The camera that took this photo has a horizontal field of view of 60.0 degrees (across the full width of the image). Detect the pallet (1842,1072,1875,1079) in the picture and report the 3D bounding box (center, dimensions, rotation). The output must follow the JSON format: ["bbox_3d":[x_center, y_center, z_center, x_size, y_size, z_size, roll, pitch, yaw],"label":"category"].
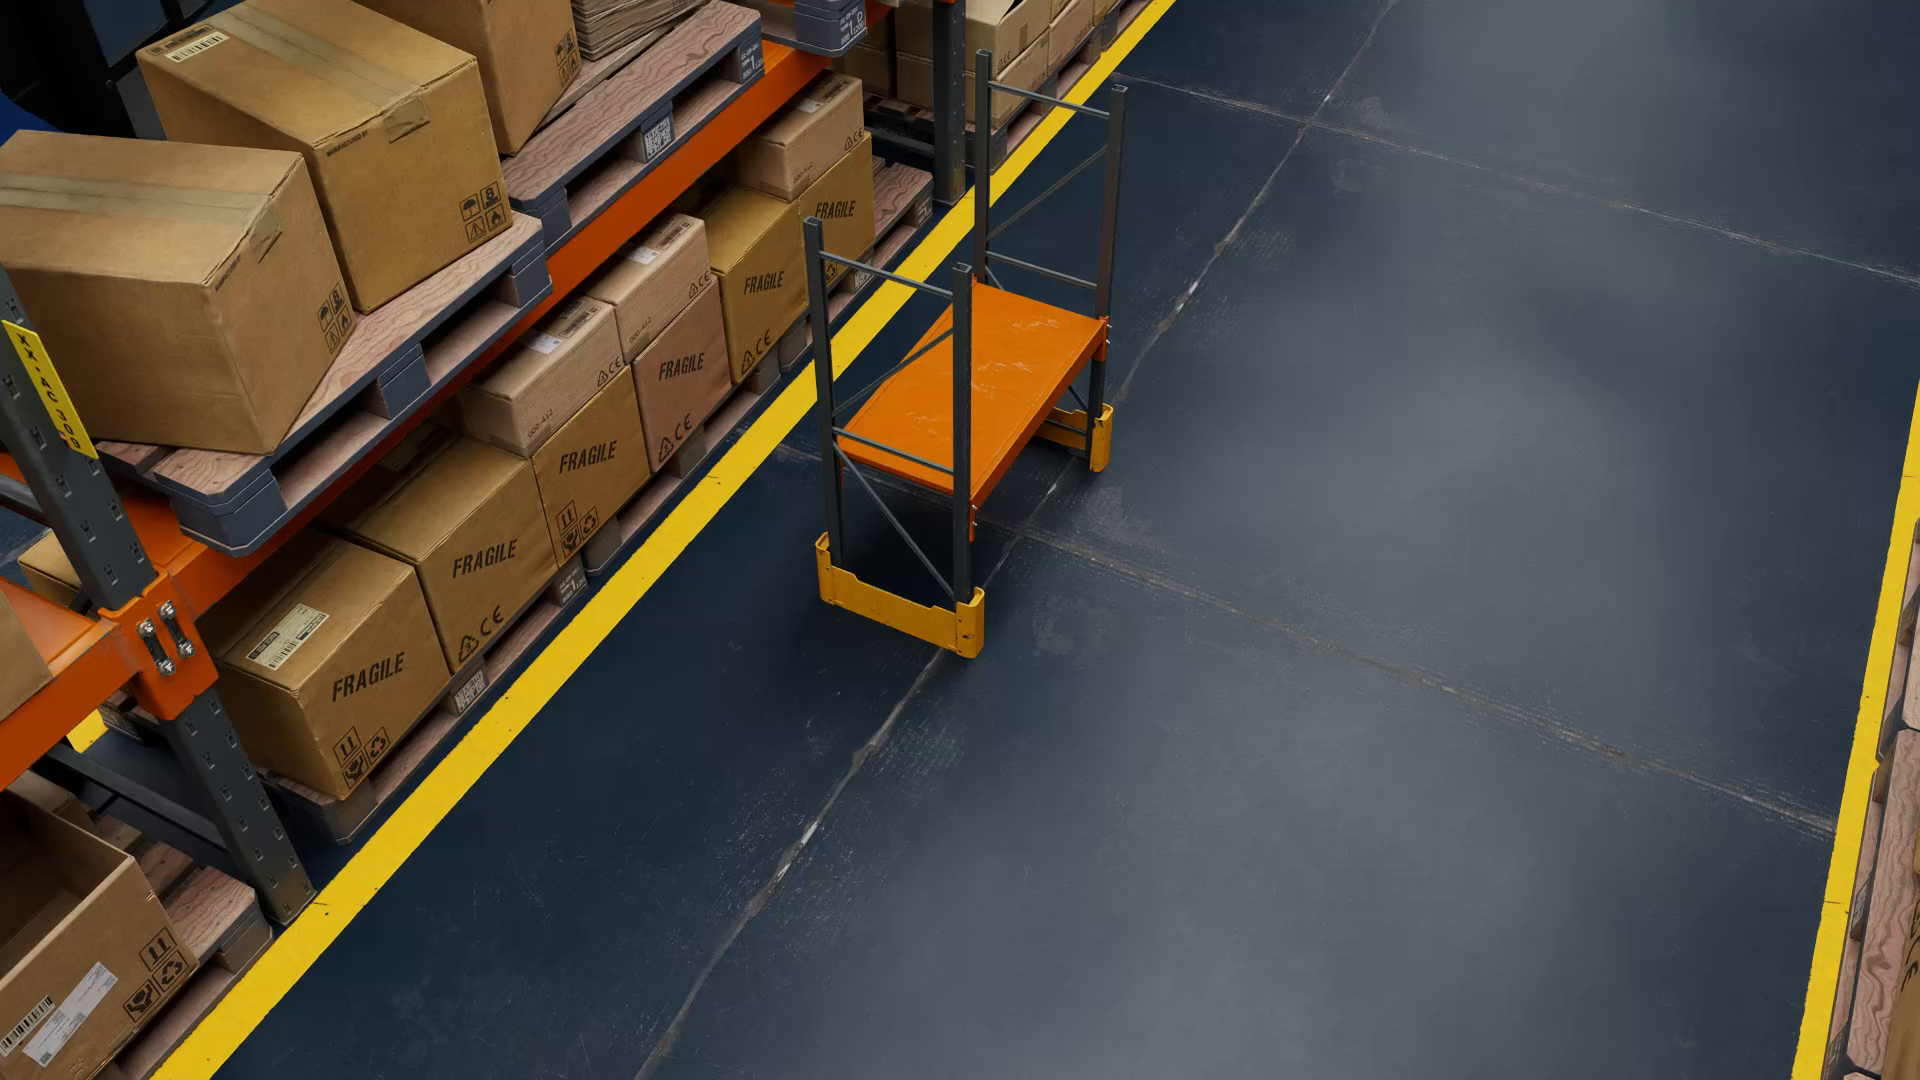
[{"bbox_3d":[2.378,1.935,3.689,1.003,0.211,1.213,20,49,19],"label":"pallet"}]

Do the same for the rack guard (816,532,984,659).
[{"bbox_3d":[-0.196,0.178,5.398,0.587,0.250,0.087,20,49,19],"label":"rack guard"}]

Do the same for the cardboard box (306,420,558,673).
[{"bbox_3d":[-1.625,-0.007,5.096,0.500,0.500,0.500,21,49,20],"label":"cardboard box"}]

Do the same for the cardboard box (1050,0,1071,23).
[{"bbox_3d":[0.293,-2.632,7.486,0.500,0.311,0.500,19,48,18],"label":"cardboard box"}]

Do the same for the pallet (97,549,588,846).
[{"bbox_3d":[-1.959,0.288,5.317,1.003,0.211,1.213,20,49,19],"label":"pallet"}]

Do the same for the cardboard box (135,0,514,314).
[{"bbox_3d":[-1.622,-1.029,4.292,0.700,0.500,0.500,28,52,25],"label":"cardboard box"}]

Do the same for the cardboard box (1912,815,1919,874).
[{"bbox_3d":[3.073,0.524,4.339,0.750,0.750,0.750,20,49,19],"label":"cardboard box"}]

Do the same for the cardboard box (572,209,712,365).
[{"bbox_3d":[-1.166,-0.877,5.429,0.500,0.250,0.500,20,49,18],"label":"cardboard box"}]

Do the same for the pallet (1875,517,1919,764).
[{"bbox_3d":[3.510,0.398,5.208,1.003,0.211,1.213,20,49,19],"label":"pallet"}]

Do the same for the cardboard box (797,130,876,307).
[{"bbox_3d":[-0.672,-1.296,6.370,0.500,0.500,0.500,22,49,21],"label":"cardboard box"}]

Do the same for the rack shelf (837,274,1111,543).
[{"bbox_3d":[0.040,-0.455,5.398,0.538,0.185,1.000,20,49,19],"label":"rack shelf"}]

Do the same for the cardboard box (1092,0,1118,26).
[{"bbox_3d":[0.526,-2.748,7.994,0.500,0.250,0.500,19,48,18],"label":"cardboard box"}]

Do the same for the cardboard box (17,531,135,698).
[{"bbox_3d":[-2.328,0.151,4.940,0.500,0.500,0.500,20,49,19],"label":"cardboard box"}]

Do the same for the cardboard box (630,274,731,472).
[{"bbox_3d":[-1.151,-0.638,5.719,0.500,0.500,0.500,19,48,18],"label":"cardboard box"}]

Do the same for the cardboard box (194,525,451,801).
[{"bbox_3d":[-1.863,0.333,4.760,0.500,0.500,0.500,18,48,17],"label":"cardboard box"}]

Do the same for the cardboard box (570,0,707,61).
[{"bbox_3d":[-1.232,-1.923,5.176,0.700,0.500,0.500,30,52,26],"label":"cardboard box"}]

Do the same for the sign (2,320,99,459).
[{"bbox_3d":[-1.819,-0.297,3.326,0.100,0.325,0.005,20,49,19],"label":"sign"}]

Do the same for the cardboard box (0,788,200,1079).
[{"bbox_3d":[-2.316,1.009,4.091,0.500,0.500,0.500,20,49,19],"label":"cardboard box"}]

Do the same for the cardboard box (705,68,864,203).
[{"bbox_3d":[-0.695,-1.523,6.067,0.500,0.250,0.500,22,49,21],"label":"cardboard box"}]

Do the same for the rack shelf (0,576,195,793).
[{"bbox_3d":[-3.231,1.346,2.817,1.077,0.370,4.000,20,49,19],"label":"rack shelf"}]

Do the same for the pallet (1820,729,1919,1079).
[{"bbox_3d":[2.943,1.164,4.451,1.003,0.211,1.213,20,49,19],"label":"pallet"}]

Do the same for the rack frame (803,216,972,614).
[{"bbox_3d":[-0.196,-0.261,4.953,0.500,1.500,0.032,20,49,19],"label":"rack frame"}]

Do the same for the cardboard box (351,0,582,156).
[{"bbox_3d":[-1.538,-1.483,4.741,0.700,0.500,0.500,9,46,9],"label":"cardboard box"}]

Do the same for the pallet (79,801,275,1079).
[{"bbox_3d":[-2.623,1.245,4.371,1.003,0.211,1.213,20,49,19],"label":"pallet"}]

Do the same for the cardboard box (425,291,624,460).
[{"bbox_3d":[-1.398,-0.561,5.116,0.500,0.250,0.500,21,49,19],"label":"cardboard box"}]

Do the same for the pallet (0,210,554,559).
[{"bbox_3d":[-1.835,-0.567,4.336,1.003,0.211,1.213,20,49,19],"label":"pallet"}]

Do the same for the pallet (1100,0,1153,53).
[{"bbox_3d":[0.538,-2.978,8.545,1.003,0.211,1.213,20,49,19],"label":"pallet"}]

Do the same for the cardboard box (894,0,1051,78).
[{"bbox_3d":[0.057,-2.298,7.156,0.500,0.311,0.500,22,49,20],"label":"cardboard box"}]

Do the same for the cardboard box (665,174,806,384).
[{"bbox_3d":[-0.913,-0.970,6.048,0.500,0.500,0.500,19,48,18],"label":"cardboard box"}]

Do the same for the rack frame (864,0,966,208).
[{"bbox_3d":[-0.446,-2.687,6.297,1.000,3.000,0.127,20,49,19],"label":"rack frame"}]

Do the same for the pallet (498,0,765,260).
[{"bbox_3d":[-1.345,-1.393,5.153,1.003,0.211,1.213,20,49,19],"label":"pallet"}]

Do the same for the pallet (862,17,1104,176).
[{"bbox_3d":[-0.029,-2.213,7.788,1.003,0.211,1.213,20,49,19],"label":"pallet"}]

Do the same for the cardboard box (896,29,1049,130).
[{"bbox_3d":[0.057,-2.101,7.356,0.500,0.250,0.500,20,49,19],"label":"cardboard box"}]

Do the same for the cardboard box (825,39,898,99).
[{"bbox_3d":[-0.418,-2.280,7.532,0.500,0.250,0.500,22,49,20],"label":"cardboard box"}]

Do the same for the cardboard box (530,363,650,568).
[{"bbox_3d":[-1.386,-0.319,5.405,0.500,0.500,0.500,21,49,20],"label":"cardboard box"}]

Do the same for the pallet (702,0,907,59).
[{"bbox_3d":[-0.699,-2.169,5.920,1.213,0.211,1.003,20,49,19],"label":"pallet"}]

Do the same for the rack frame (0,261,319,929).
[{"bbox_3d":[-2.303,-0.167,3.806,1.000,3.000,0.127,20,49,19],"label":"rack frame"}]

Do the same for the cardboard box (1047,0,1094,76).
[{"bbox_3d":[0.290,-2.418,7.669,0.500,0.250,0.500,19,48,18],"label":"cardboard box"}]

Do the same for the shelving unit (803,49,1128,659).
[{"bbox_3d":[0.035,-0.575,5.264,0.587,1.500,1.083,20,49,19],"label":"shelving unit"}]

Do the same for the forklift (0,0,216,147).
[{"bbox_3d":[-3.740,-2.530,6.190,1.130,2.935,3.031,12,47,12],"label":"forklift"}]

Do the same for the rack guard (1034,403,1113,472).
[{"bbox_3d":[0.267,-0.450,6.019,0.587,0.250,0.087,20,49,19],"label":"rack guard"}]

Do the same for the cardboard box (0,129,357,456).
[{"bbox_3d":[-1.885,-0.574,3.843,0.700,0.500,0.500,6,46,6],"label":"cardboard box"}]

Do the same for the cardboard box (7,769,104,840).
[{"bbox_3d":[-2.689,0.816,4.415,0.500,0.311,0.500,20,49,19],"label":"cardboard box"}]

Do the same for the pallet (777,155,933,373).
[{"bbox_3d":[-0.826,-1.249,6.836,1.003,0.211,1.213,20,49,19],"label":"pallet"}]

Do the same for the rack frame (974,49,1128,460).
[{"bbox_3d":[0.276,-0.901,5.586,0.500,1.500,0.032,20,49,19],"label":"rack frame"}]

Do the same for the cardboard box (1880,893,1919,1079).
[{"bbox_3d":[2.683,1.061,3.809,0.750,0.750,0.750,22,49,20],"label":"cardboard box"}]

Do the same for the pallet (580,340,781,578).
[{"bbox_3d":[-1.394,-0.483,6.079,1.003,0.211,1.213,20,49,19],"label":"pallet"}]

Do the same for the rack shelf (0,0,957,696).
[{"bbox_3d":[-1.375,-1.174,5.307,1.077,0.370,4.000,20,49,19],"label":"rack shelf"}]

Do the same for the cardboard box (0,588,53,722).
[{"bbox_3d":[-2.308,0.197,3.376,0.500,0.500,0.500,21,49,20],"label":"cardboard box"}]

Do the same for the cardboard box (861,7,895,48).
[{"bbox_3d":[-0.421,-2.477,7.332,0.500,0.311,0.500,22,49,20],"label":"cardboard box"}]
